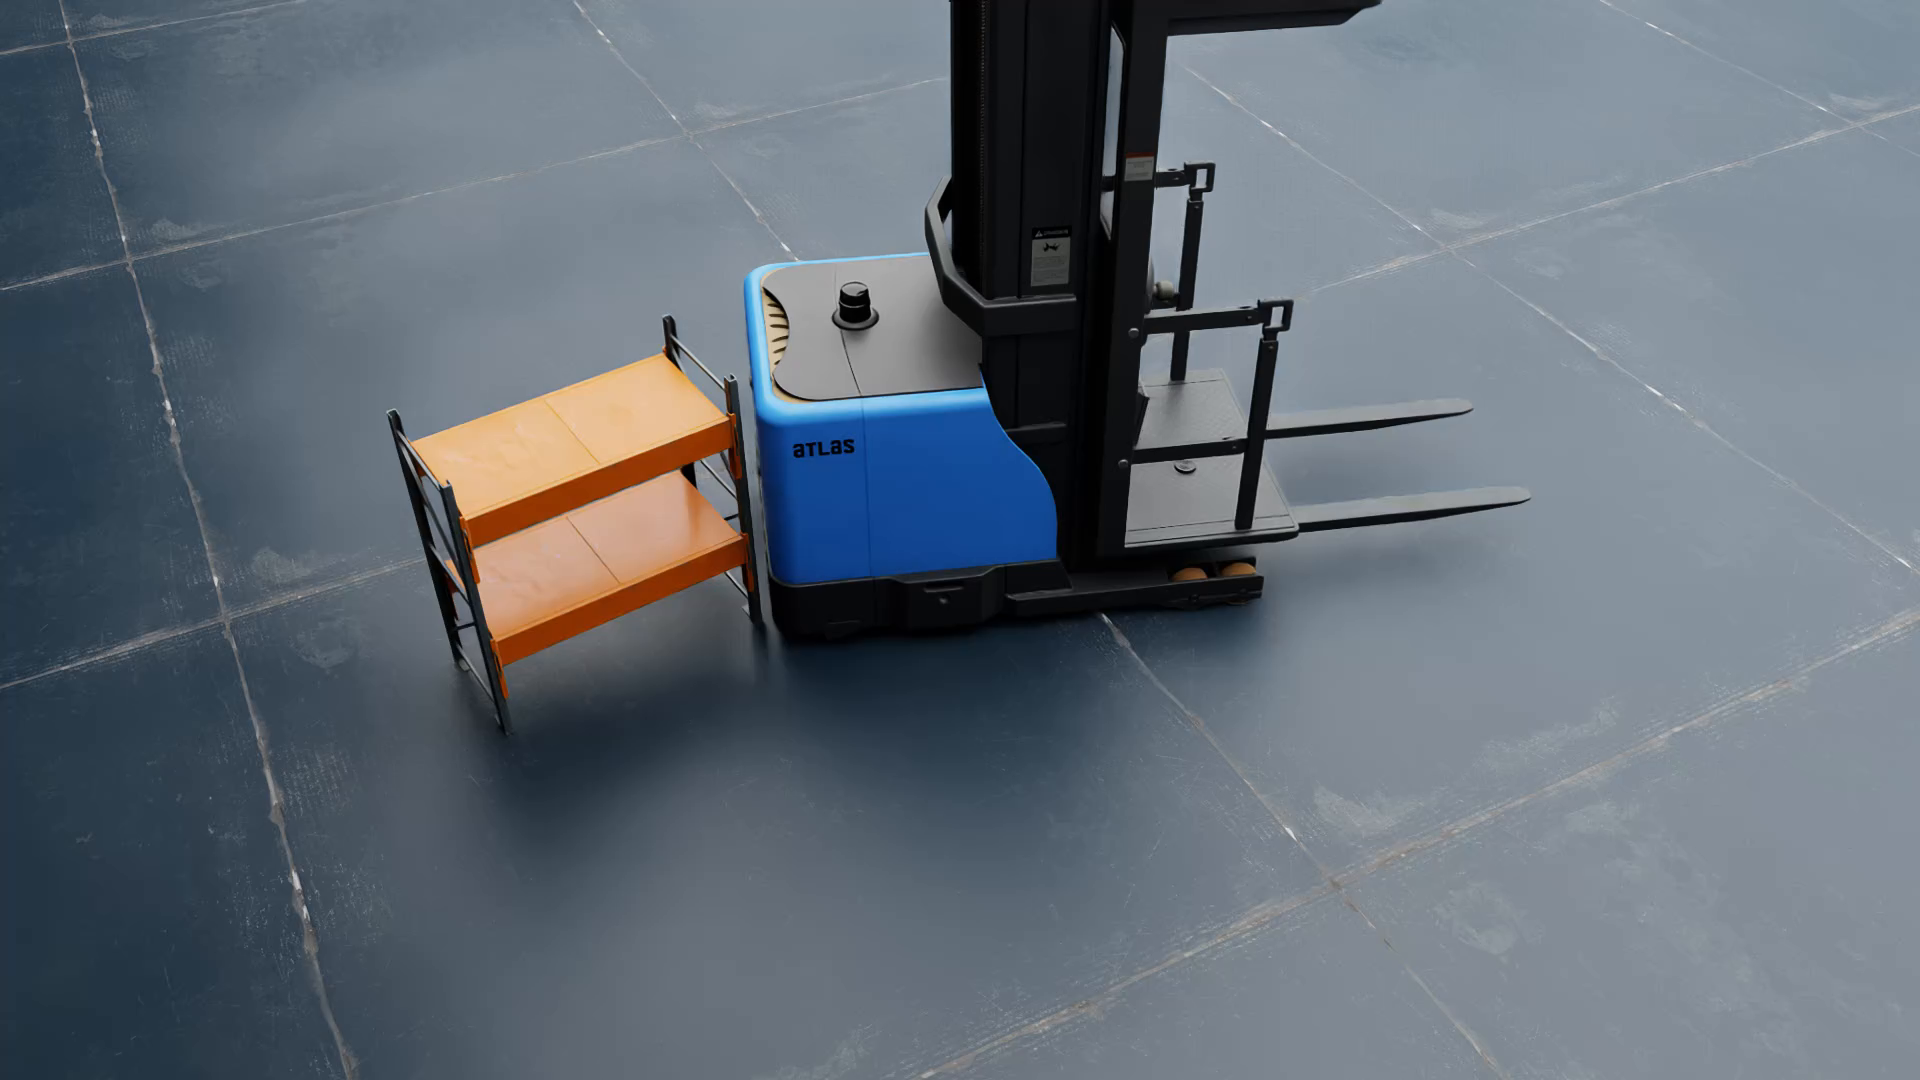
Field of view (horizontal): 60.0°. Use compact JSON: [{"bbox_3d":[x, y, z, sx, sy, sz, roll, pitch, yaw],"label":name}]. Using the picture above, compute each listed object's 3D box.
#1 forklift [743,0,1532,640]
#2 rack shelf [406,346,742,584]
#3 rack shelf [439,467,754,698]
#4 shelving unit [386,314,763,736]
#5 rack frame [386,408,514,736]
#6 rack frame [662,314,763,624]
[{"bbox_3d":[0.727,-1.182,5.878,3.031,2.935,1.130,-6,41,-7],"label":"forklift"},{"bbox_3d":[-1.330,-0.281,5.758,1.000,0.278,0.538,-24,46,-26],"label":"rack shelf"},{"bbox_3d":[-1.330,0.129,6.105,1.000,0.278,0.538,-24,46,-26],"label":"rack shelf"},{"bbox_3d":[-1.330,-0.057,5.947,1.048,1.125,0.538,-24,46,-26],"label":"shelving unit"},{"bbox_3d":[-1.748,0.130,5.725,0.032,1.125,0.500,-24,46,-26],"label":"rack frame"},{"bbox_3d":[-0.913,-0.245,6.168,0.032,1.125,0.500,-24,46,-26],"label":"rack frame"}]
